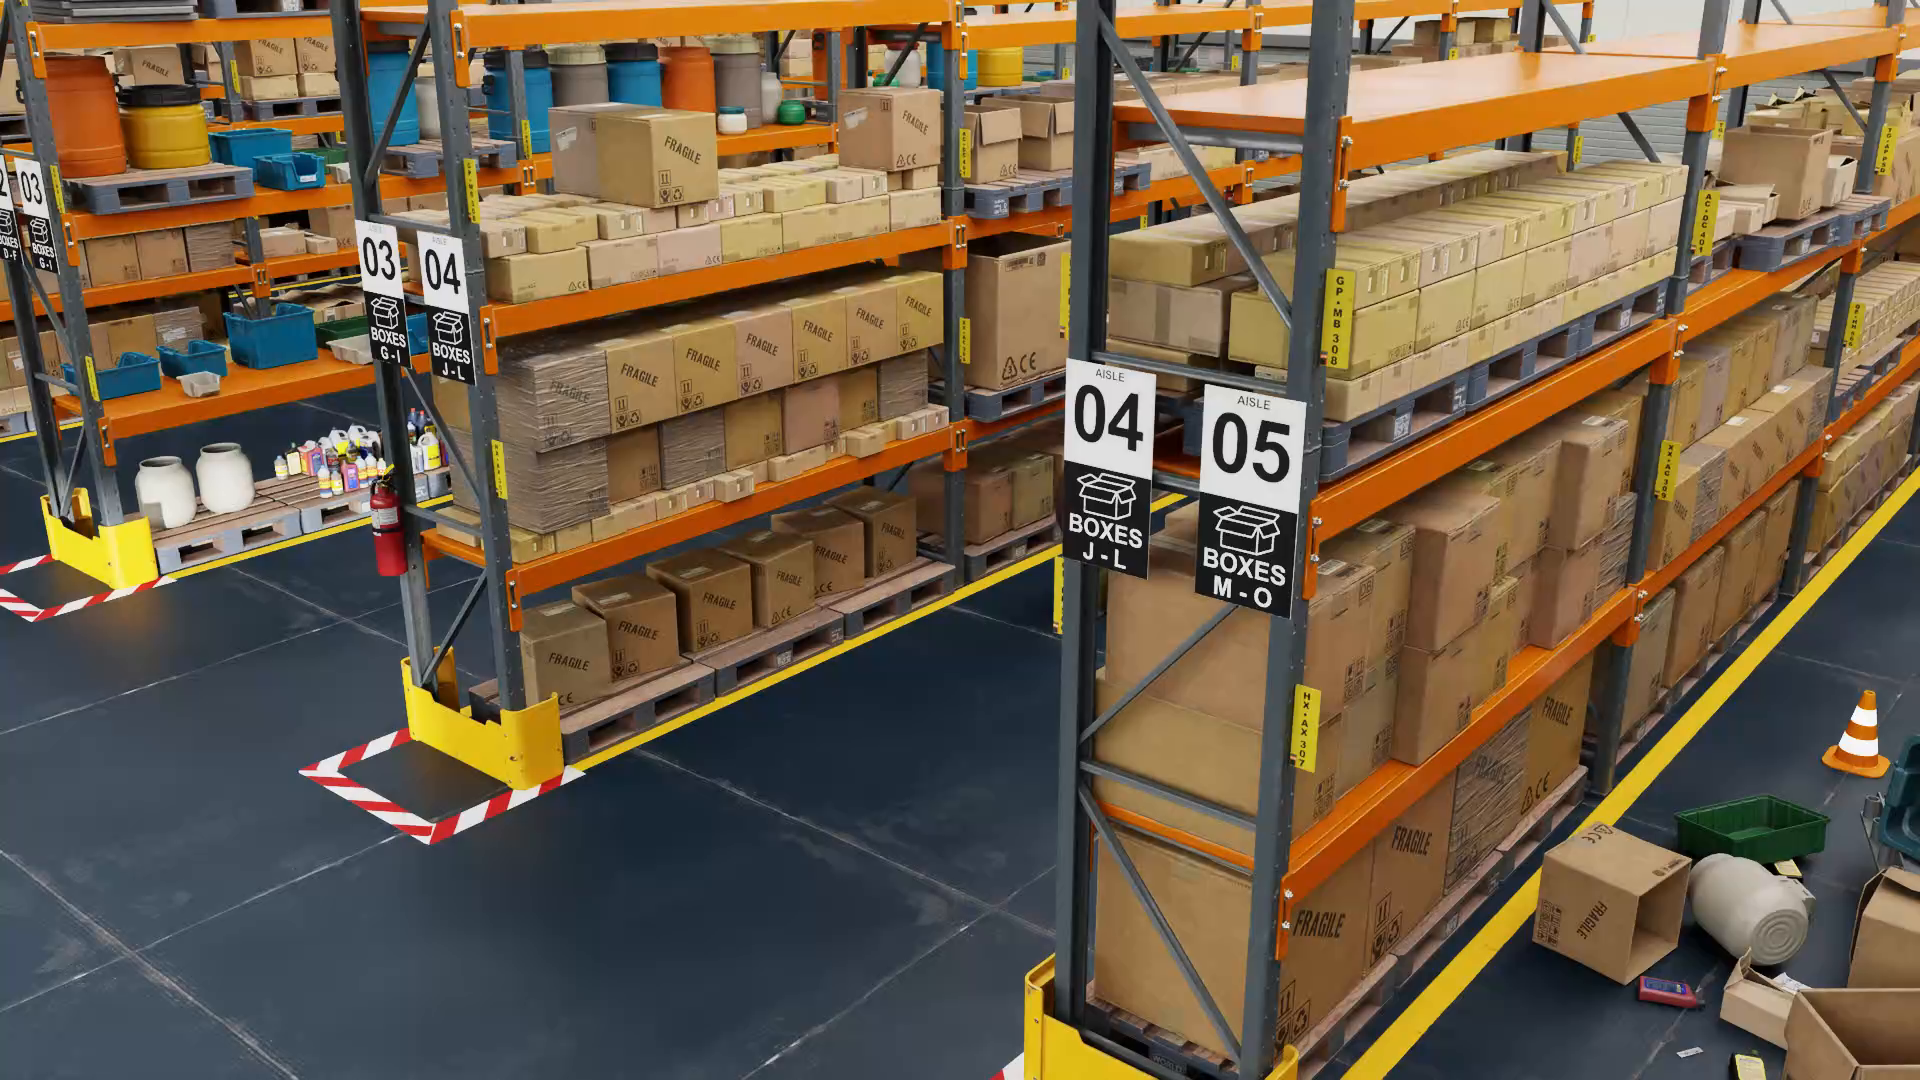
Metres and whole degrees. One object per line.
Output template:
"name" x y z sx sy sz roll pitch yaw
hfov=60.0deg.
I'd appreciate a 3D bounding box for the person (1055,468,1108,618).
"person" 1.038 -0.183 12.243 0.547 1.344 0.891 11 22 27
